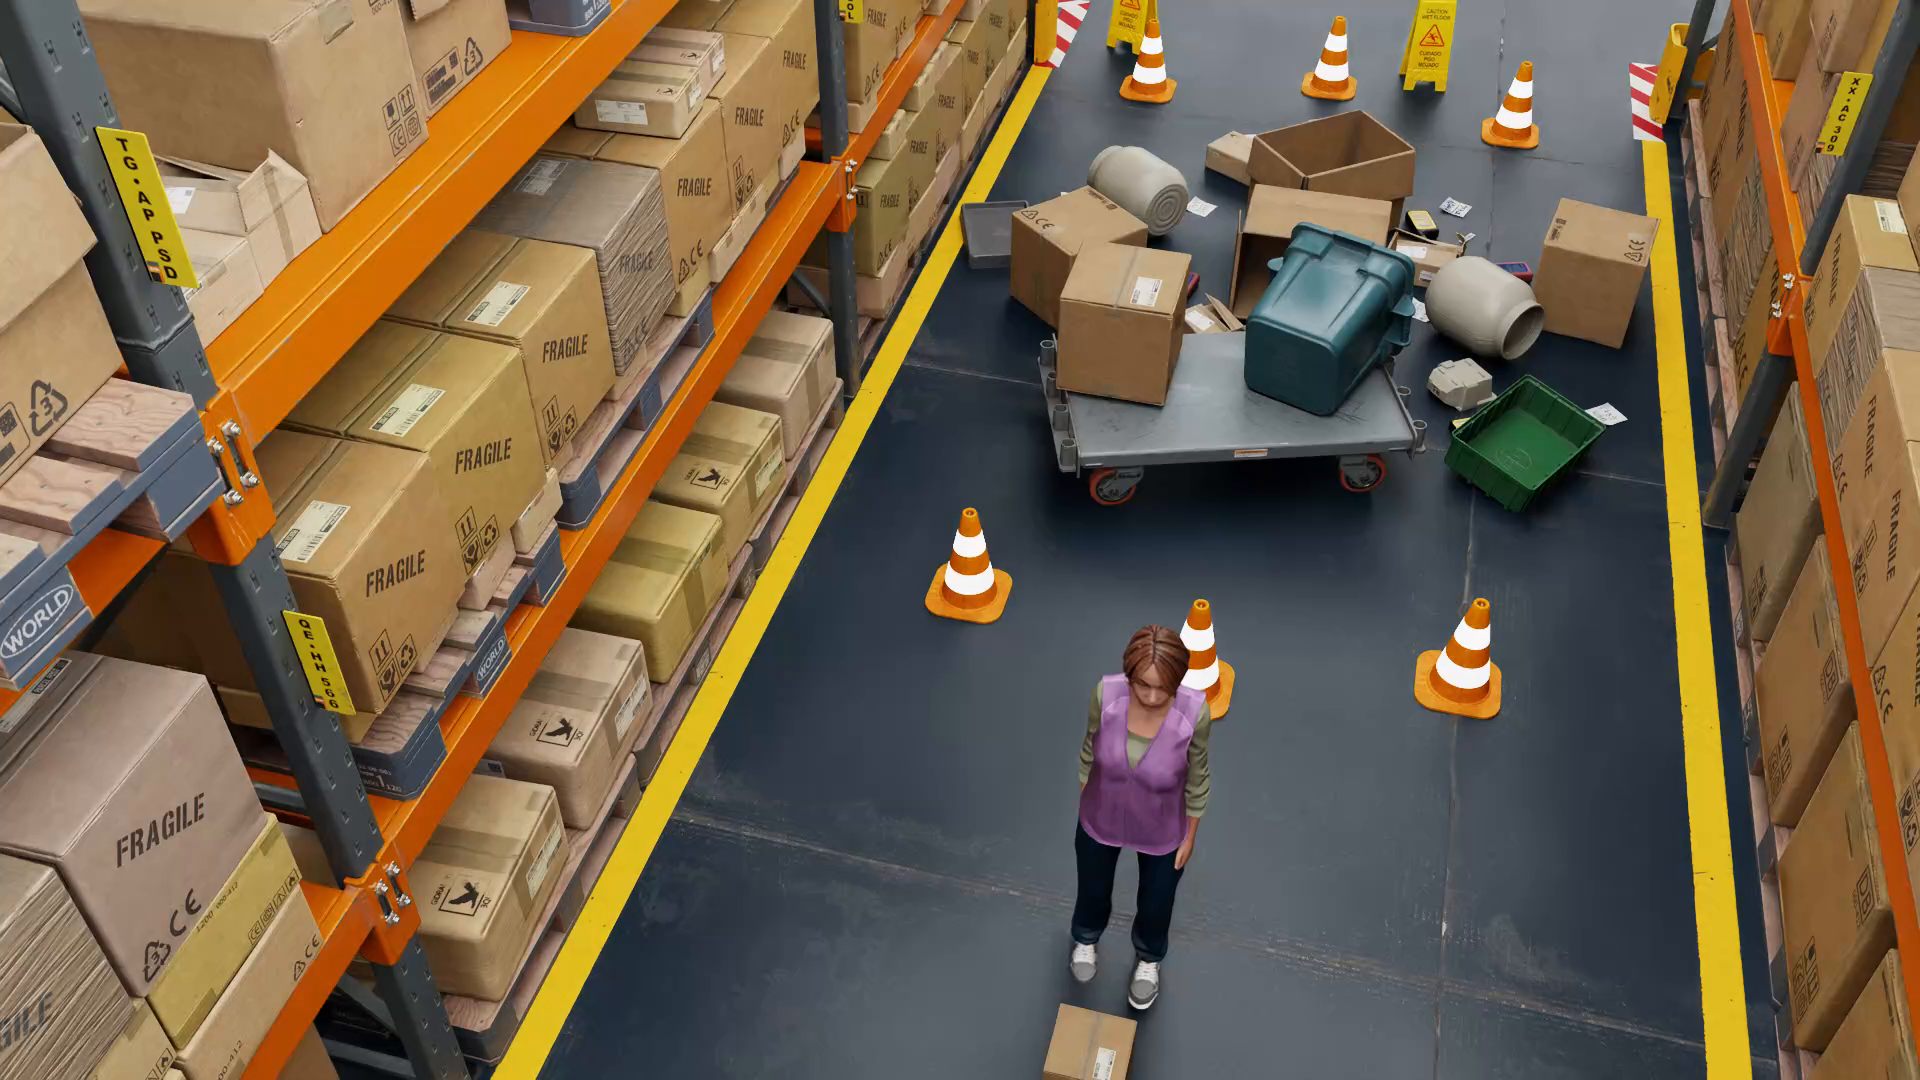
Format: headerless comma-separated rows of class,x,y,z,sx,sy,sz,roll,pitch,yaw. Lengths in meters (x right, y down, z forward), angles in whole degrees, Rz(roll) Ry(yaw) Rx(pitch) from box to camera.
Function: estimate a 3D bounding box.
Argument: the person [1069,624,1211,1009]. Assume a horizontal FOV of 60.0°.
person,0.557,0.883,5.192,0.406,1.621,0.320,11,43,12
